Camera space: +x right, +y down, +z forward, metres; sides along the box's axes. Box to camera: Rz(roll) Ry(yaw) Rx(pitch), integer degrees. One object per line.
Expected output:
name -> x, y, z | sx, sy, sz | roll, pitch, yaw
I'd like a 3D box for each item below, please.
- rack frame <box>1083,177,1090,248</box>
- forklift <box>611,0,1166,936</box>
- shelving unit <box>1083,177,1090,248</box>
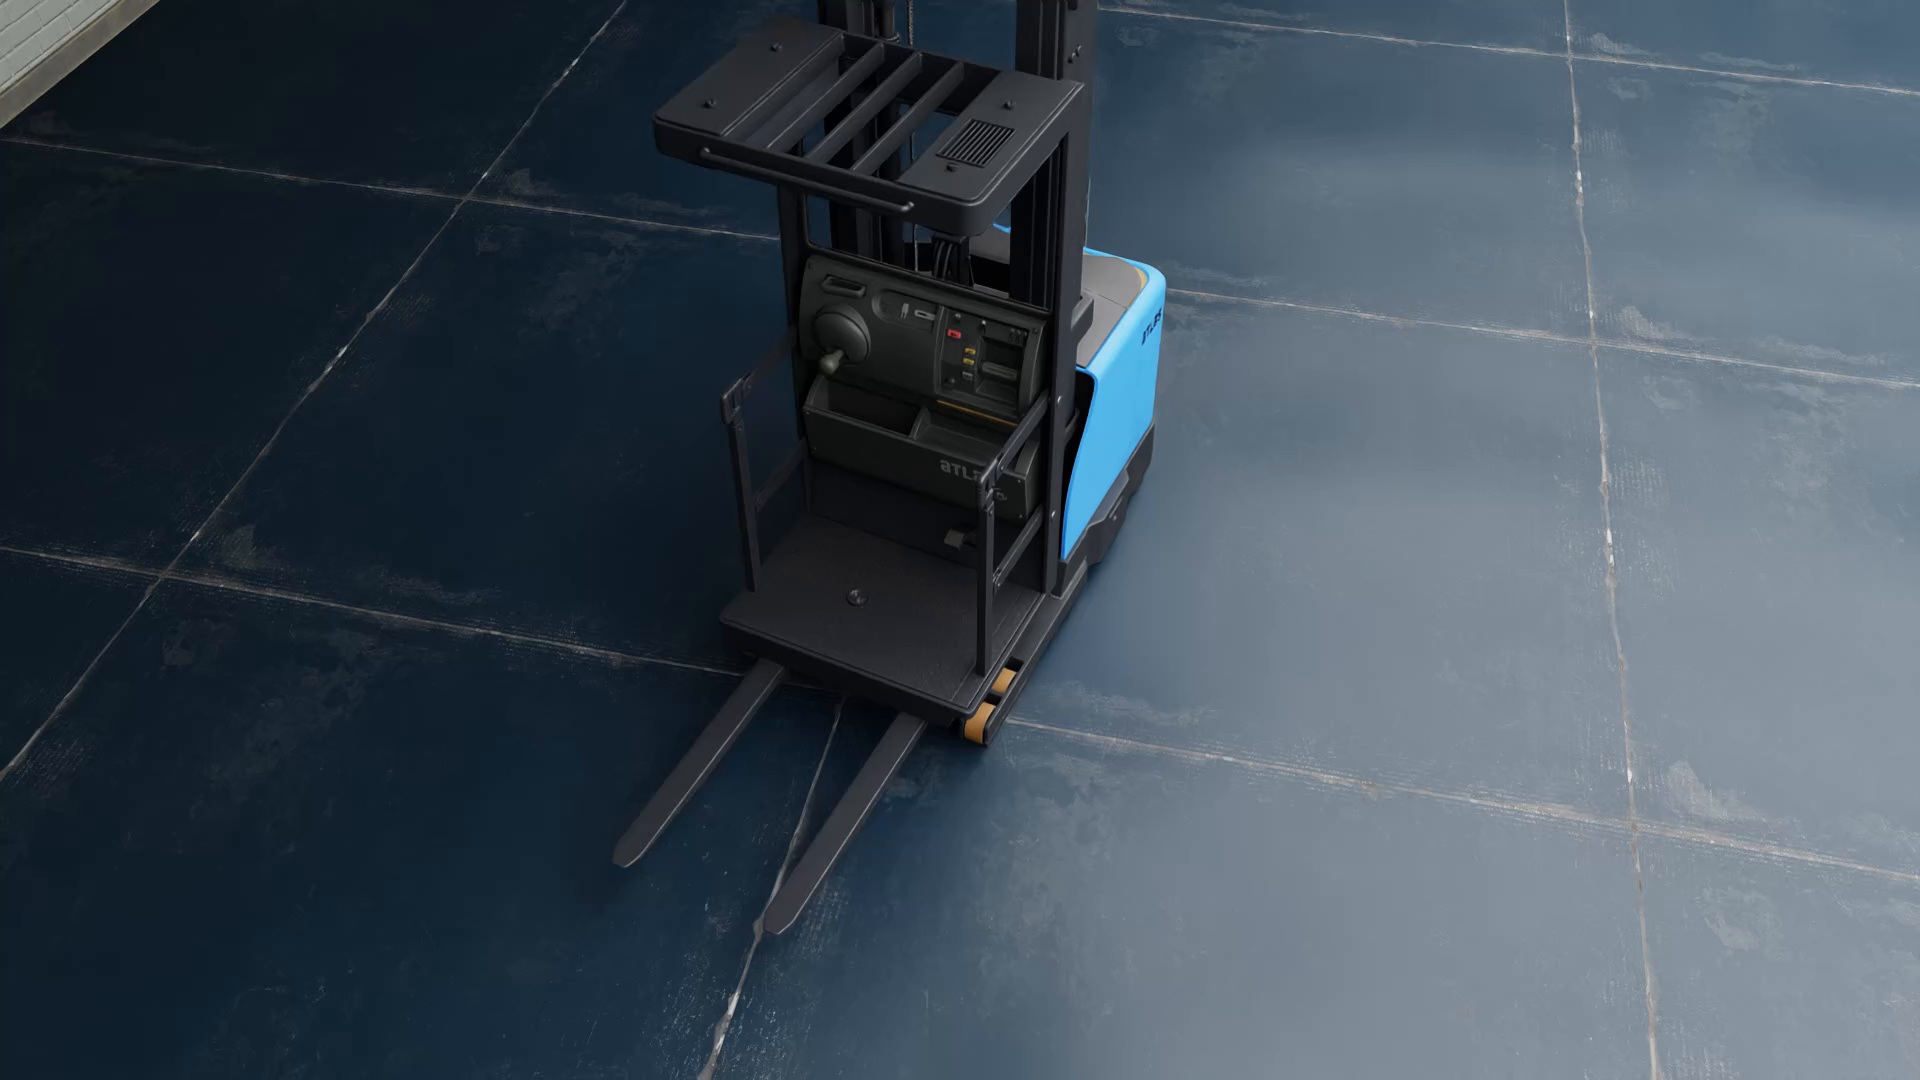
rack frame -> 0.499, -1.036, 7.420 | 0.006, 1.200, 0.240 | 19, 47, 18
forklift -> -0.240, -0.625, 5.746 | 1.130, 2.935, 3.031 | 19, 47, 18
shelving unit -> 0.417, -1.064, 7.449 | 0.189, 1.200, 0.258 | 19, 47, 18
